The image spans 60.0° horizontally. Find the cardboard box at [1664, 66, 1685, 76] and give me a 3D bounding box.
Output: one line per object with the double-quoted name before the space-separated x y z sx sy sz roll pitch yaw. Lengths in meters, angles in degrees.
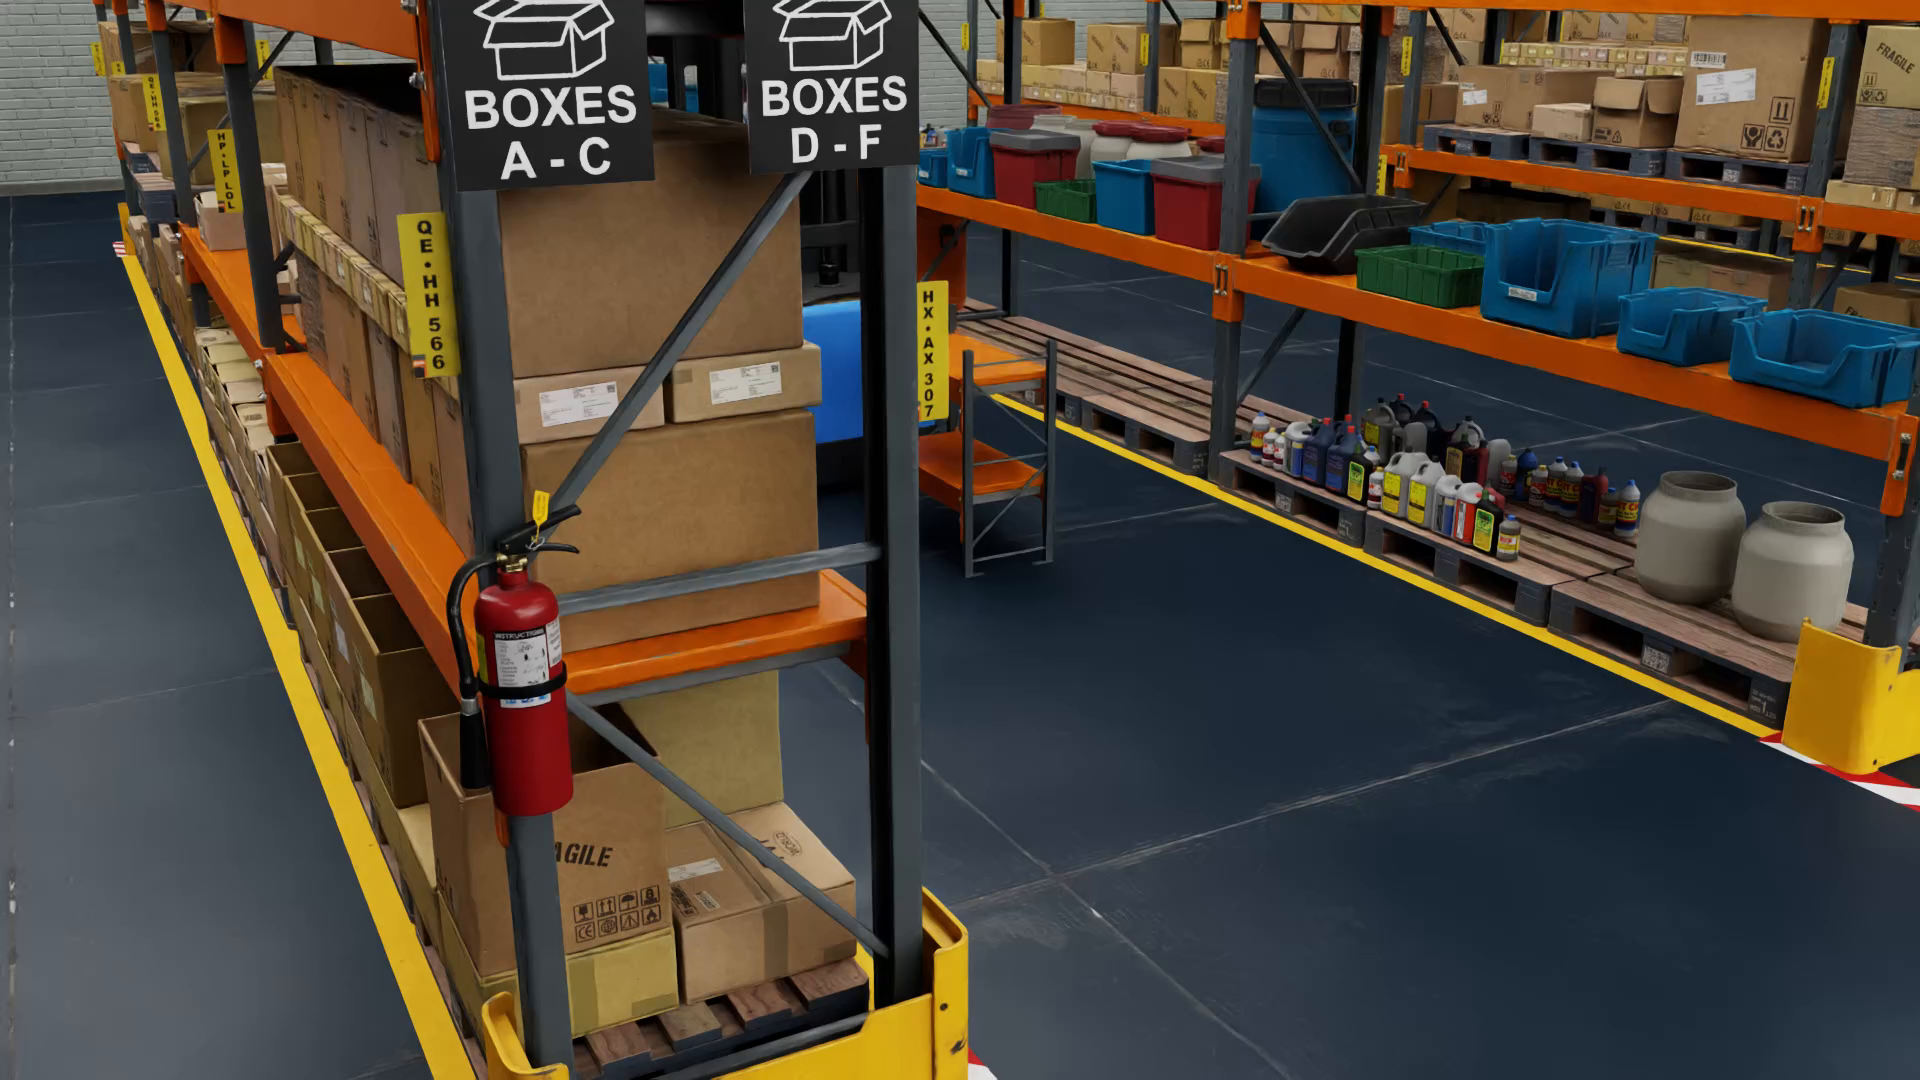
"cardboard box" 7.762 -4.988 17.775 0.380 0.149 0.250 -10 21 -27

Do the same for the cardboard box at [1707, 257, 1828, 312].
"cardboard box" 5.985 -1.792 12.383 0.700 0.500 0.500 -12 22 -31

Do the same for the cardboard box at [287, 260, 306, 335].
"cardboard box" -2.735 -1.116 7.498 0.500 0.250 0.500 -9 21 -23

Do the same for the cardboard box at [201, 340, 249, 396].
"cardboard box" -4.115 -1.019 9.699 0.500 0.311 0.500 -11 22 -28

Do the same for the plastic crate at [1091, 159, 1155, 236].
"plastic crate" 1.101 -2.080 10.084 0.392 0.384 0.575 -10 21 -27

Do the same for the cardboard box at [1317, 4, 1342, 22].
"cardboard box" 5.197 -7.117 22.515 0.500 0.500 0.500 -9 21 -25

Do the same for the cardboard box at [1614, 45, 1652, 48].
"cardboard box" 7.722 -5.600 19.090 0.380 0.149 0.250 -11 22 -28

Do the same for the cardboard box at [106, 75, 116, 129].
"cardboard box" -8.182 -4.376 16.562 0.500 0.500 0.500 -9 21 -26

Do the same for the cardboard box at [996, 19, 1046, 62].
"cardboard box" 0.787 -6.132 20.427 0.500 0.500 0.500 -11 22 -28

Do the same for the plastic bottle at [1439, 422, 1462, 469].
"plastic bottle" 2.663 -0.507 8.992 0.061 0.283 0.133 -8 21 -23

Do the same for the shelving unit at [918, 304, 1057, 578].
"shelving unit" -0.003 -0.534 8.454 0.538 1.125 1.048 -10 21 -27

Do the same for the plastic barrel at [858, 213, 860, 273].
"plastic barrel" -0.785 -2.488 14.295 0.600 0.588 0.708 -10 21 -27

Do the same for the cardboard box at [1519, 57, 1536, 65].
"cardboard box" 6.779 -5.584 19.500 0.380 0.149 0.250 -10 22 -28

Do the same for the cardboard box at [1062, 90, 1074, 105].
"cardboard box" 1.415 -5.169 19.399 0.380 0.149 0.250 -10 22 -28

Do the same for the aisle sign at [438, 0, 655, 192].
"aisle sign" -0.790 -1.069 3.145 0.394 0.787 0.004 -10 21 -27

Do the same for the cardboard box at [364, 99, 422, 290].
"cardboard box" -1.293 -1.011 4.820 0.700 0.500 0.500 -10 21 -26

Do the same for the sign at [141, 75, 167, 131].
"sign" -4.835 -2.624 9.983 0.100 0.325 0.005 -10 21 -27

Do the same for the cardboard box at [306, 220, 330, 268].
"cardboard box" -2.136 -1.078 6.010 0.380 0.149 0.250 -10 22 -27

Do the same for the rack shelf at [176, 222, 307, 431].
"rack shelf" -3.412 -1.287 8.864 1.077 0.370 4.000 -10 21 -27

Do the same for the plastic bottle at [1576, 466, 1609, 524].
"plastic bottle" 3.120 -0.231 8.192 0.061 0.283 0.133 -10 21 -26

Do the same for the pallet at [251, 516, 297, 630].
"pallet" -2.847 0.060 8.133 1.003 0.211 1.213 -10 21 -27

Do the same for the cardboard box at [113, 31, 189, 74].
"cardboard box" -6.729 -3.974 13.864 0.500 0.500 0.500 -10 21 -26

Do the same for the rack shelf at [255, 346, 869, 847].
"rack shelf" -1.513 -0.138 5.537 1.077 0.370 4.000 -10 21 -27

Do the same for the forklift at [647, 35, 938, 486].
"forklift" -1.323 -2.092 10.202 1.130 2.935 3.031 -11 22 -30

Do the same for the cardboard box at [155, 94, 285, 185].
"cardboard box" -4.760 -2.610 10.799 0.500 0.500 0.700 16 25 39

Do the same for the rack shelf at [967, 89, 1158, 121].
"rack shelf" 1.509 -5.117 19.963 1.077 0.370 4.000 -10 21 -27

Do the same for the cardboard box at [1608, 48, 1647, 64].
"cardboard box" 7.400 -5.350 18.368 0.380 0.149 0.250 -9 21 -25

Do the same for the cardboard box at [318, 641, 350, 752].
"cardboard box" -2.043 0.517 6.105 0.500 0.250 0.500 -10 21 -27

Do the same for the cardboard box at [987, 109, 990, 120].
"cardboard box" 0.933 -5.054 21.292 0.875 0.875 0.875 -10 21 -27

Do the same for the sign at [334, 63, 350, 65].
"sign" -3.875 -2.835 10.474 0.100 0.325 0.005 -10 21 -27

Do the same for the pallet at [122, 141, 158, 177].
"pallet" -5.978 -3.012 13.056 1.003 0.211 1.213 -10 21 -27

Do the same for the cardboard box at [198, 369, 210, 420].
"cardboard box" -4.372 -0.904 10.223 0.500 0.250 0.500 -10 21 -27

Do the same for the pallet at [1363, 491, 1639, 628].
"pallet" 2.764 0.049 8.165 1.003 0.211 1.213 -10 21 -27

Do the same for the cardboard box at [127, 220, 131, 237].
"cardboard box" -8.264 -3.184 16.957 0.380 0.149 0.250 -10 21 -27

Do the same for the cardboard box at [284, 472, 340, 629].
"cardboard box" -2.274 0.018 6.402 0.500 0.500 0.500 -10 21 -27

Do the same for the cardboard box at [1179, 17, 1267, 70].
"cardboard box" 2.769 -5.222 17.475 0.797 0.503 0.637 -11 22 -28

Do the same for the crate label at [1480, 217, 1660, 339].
"crate label" 2.686 -1.174 7.380 0.502 0.435 0.616 -10 21 -27

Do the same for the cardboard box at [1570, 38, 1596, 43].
"cardboard box" 9.520 -7.290 25.006 0.500 0.500 0.500 -10 22 -27

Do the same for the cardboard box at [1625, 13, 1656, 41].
"cardboard box" 9.998 -7.467 23.986 0.500 0.500 0.500 -10 21 -26

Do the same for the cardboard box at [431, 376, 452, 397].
"cardboard box" -1.159 -0.487 4.295 0.380 0.149 0.250 -10 22 -27

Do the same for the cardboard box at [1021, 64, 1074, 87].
"cardboard box" 1.037 -5.628 20.116 0.500 0.250 0.500 -11 22 -28

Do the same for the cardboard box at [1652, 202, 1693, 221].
"cardboard box" 7.985 -3.788 18.200 0.500 0.500 0.500 -9 21 -24

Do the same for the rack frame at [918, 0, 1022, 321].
"rack frame" -0.001 -2.967 12.631 1.000 3.000 0.127 -10 21 -27

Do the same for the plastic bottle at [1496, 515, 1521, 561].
"plastic bottle" 2.540 -0.015 7.692 0.097 0.201 0.097 0 19 0

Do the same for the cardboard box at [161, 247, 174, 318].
"cardboard box" -5.983 -2.047 13.124 0.500 0.500 0.500 -10 21 -26

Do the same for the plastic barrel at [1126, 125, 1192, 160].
"plastic barrel" 1.289 -2.402 10.786 0.433 0.535 0.433 0 19 0

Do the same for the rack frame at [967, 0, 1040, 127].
"rack frame" 0.559 -6.031 21.510 1.000 3.000 0.127 -10 21 -27

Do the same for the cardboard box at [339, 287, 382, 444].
"cardboard box" -1.755 -0.678 5.845 0.700 0.500 0.500 -10 21 -26

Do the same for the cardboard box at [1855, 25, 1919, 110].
"cardboard box" 6.247 -3.078 10.810 0.500 0.500 0.500 -10 21 -27

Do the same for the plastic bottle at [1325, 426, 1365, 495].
"plastic bottle" 2.006 -0.424 8.649 0.144 0.351 0.185 -11 22 -29

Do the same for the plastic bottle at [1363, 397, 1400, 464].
"plastic bottle" 2.331 -0.612 9.193 0.144 0.351 0.185 -10 21 -27

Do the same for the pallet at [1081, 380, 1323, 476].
"pallet" 1.491 -0.720 10.394 1.003 0.211 1.213 -10 21 -27

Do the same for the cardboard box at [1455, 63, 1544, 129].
"cardboard box" 4.650 -3.831 14.338 0.500 0.500 0.500 -13 23 -33
